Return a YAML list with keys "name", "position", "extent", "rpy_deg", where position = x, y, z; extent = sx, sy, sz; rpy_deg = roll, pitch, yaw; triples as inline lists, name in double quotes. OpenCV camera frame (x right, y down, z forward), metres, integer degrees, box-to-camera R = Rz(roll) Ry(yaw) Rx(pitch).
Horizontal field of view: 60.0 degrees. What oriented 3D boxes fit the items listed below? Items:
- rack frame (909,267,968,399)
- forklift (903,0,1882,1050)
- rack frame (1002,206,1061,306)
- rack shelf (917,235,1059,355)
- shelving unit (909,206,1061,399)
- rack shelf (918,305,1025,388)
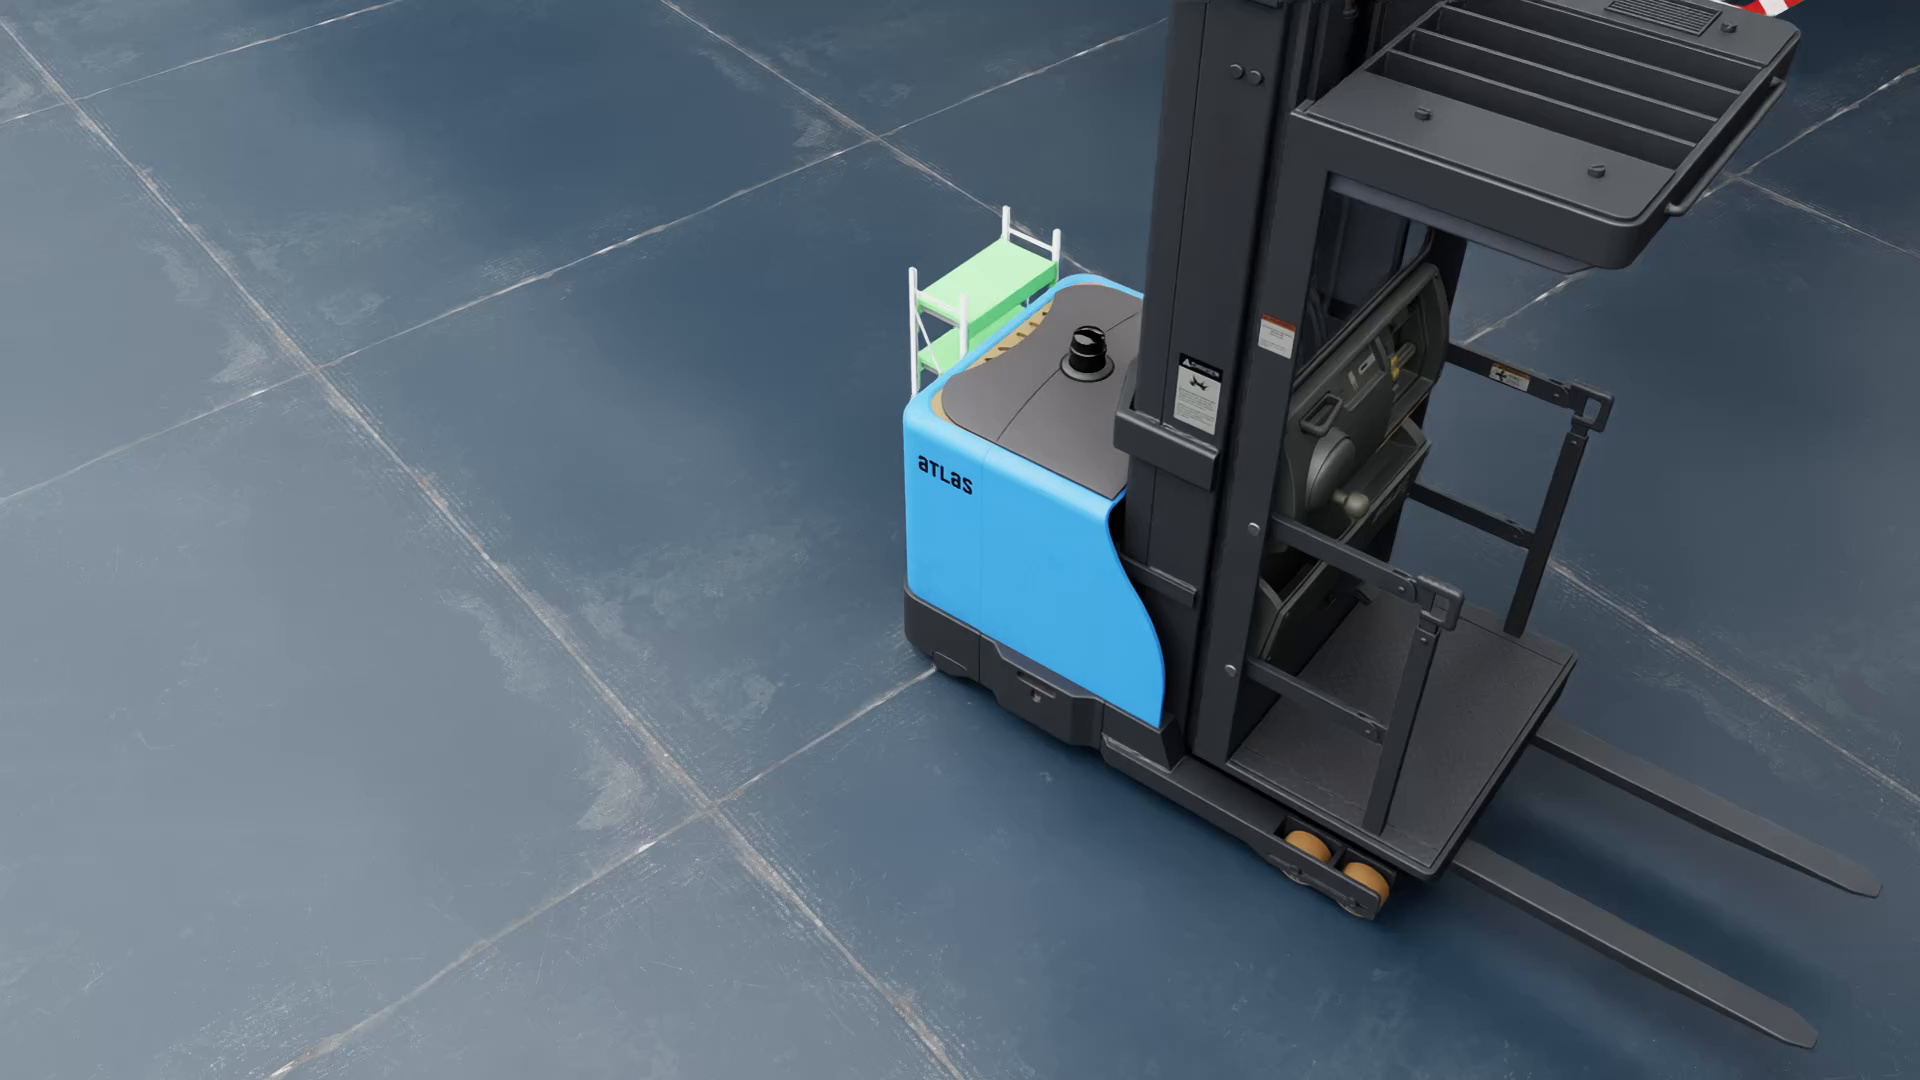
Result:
- name: "rack frame"
  position: [-0.071, -0.401, 5.800]
  extent: [0.240, 1.200, 0.015]
  rpy_deg: [30, 51, 28]
- name: "forklift"
  position: [1.287, -0.346, 4.477]
  extent: [3.031, 2.935, 1.130]
  rpy_deg: [27, 50, 26]
- name: "rack frame"
  position: [0.244, -0.656, 6.072]
  extent: [0.240, 1.200, 0.015]
  rpy_deg: [30, 51, 28]
- name: "rack shelf"
  position: [0.086, -0.832, 5.651]
  extent: [0.258, 0.148, 0.480]
  rpy_deg: [30, 51, 28]
- name: "shelving unit"
  position: [0.086, -0.528, 5.936]
  extent: [0.258, 1.200, 0.503]
  rpy_deg: [30, 51, 28]
- name: "rack shelf"
  position: [0.086, -0.657, 5.815]
  extent: [0.258, 0.148, 0.480]
  rpy_deg: [30, 51, 28]
